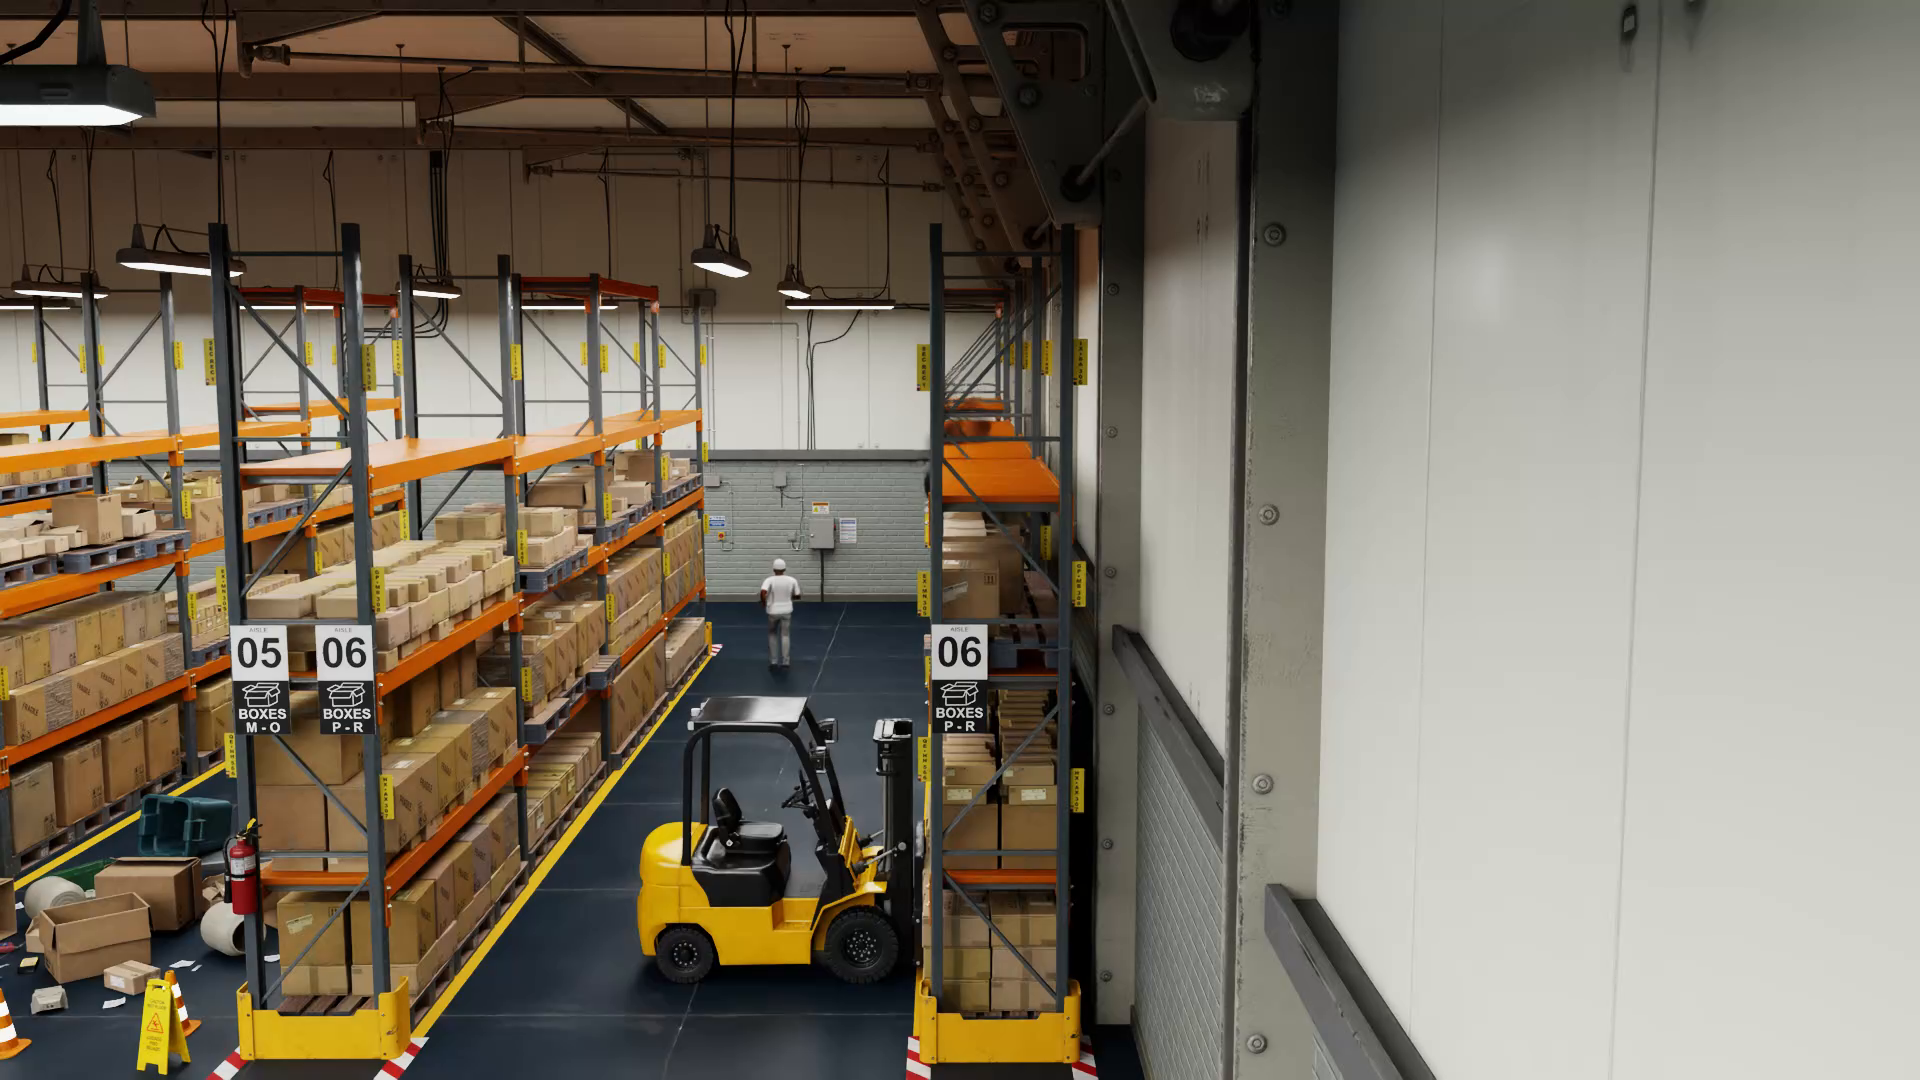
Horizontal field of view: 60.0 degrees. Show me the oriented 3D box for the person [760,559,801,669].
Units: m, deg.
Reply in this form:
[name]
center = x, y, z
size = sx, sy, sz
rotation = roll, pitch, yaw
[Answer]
[person]
center = -2.860, 1.193, 26.415
size = 0.683, 1.808, 0.845
rotation = -2, 7, -13
